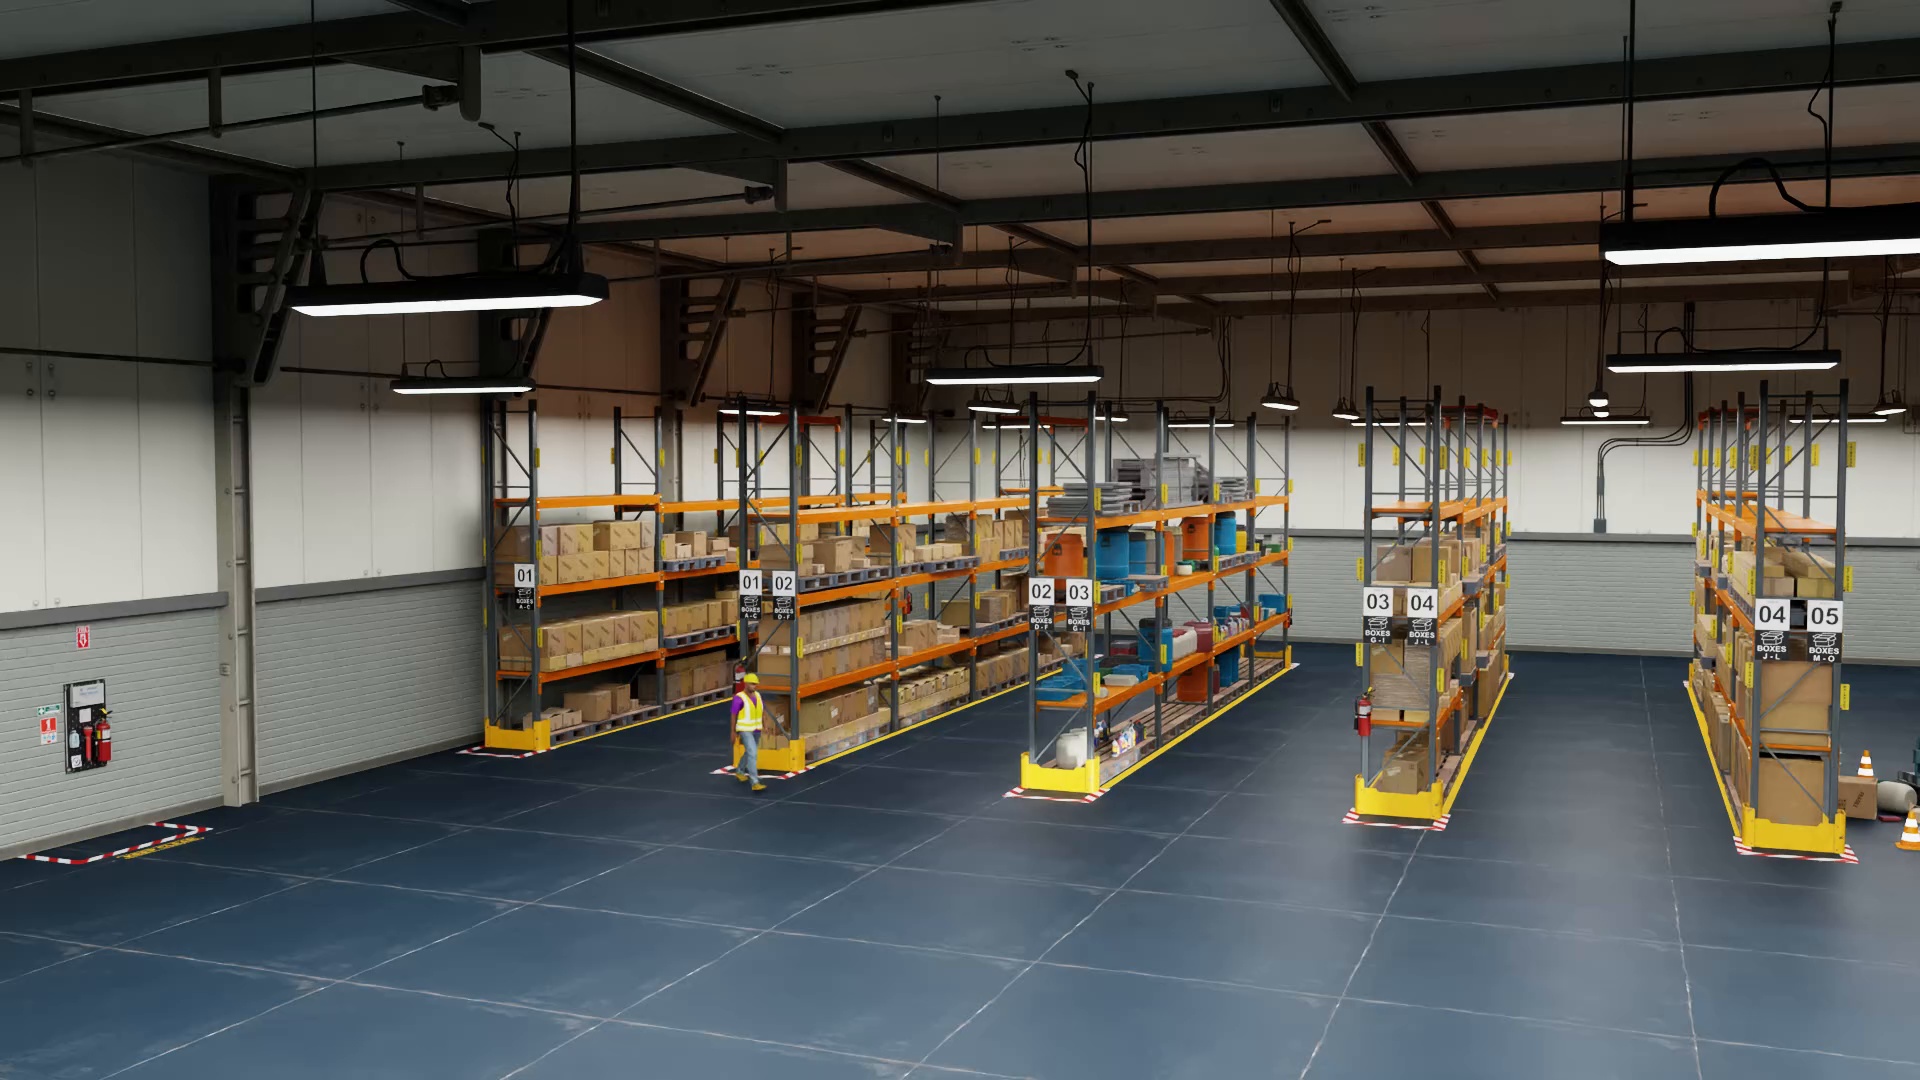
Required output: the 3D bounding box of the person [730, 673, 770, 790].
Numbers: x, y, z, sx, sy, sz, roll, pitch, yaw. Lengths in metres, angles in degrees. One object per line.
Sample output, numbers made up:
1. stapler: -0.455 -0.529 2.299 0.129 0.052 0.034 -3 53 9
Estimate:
1. person: -3.183 2.897 25.306 0.945 1.739 0.564 2 4 37
